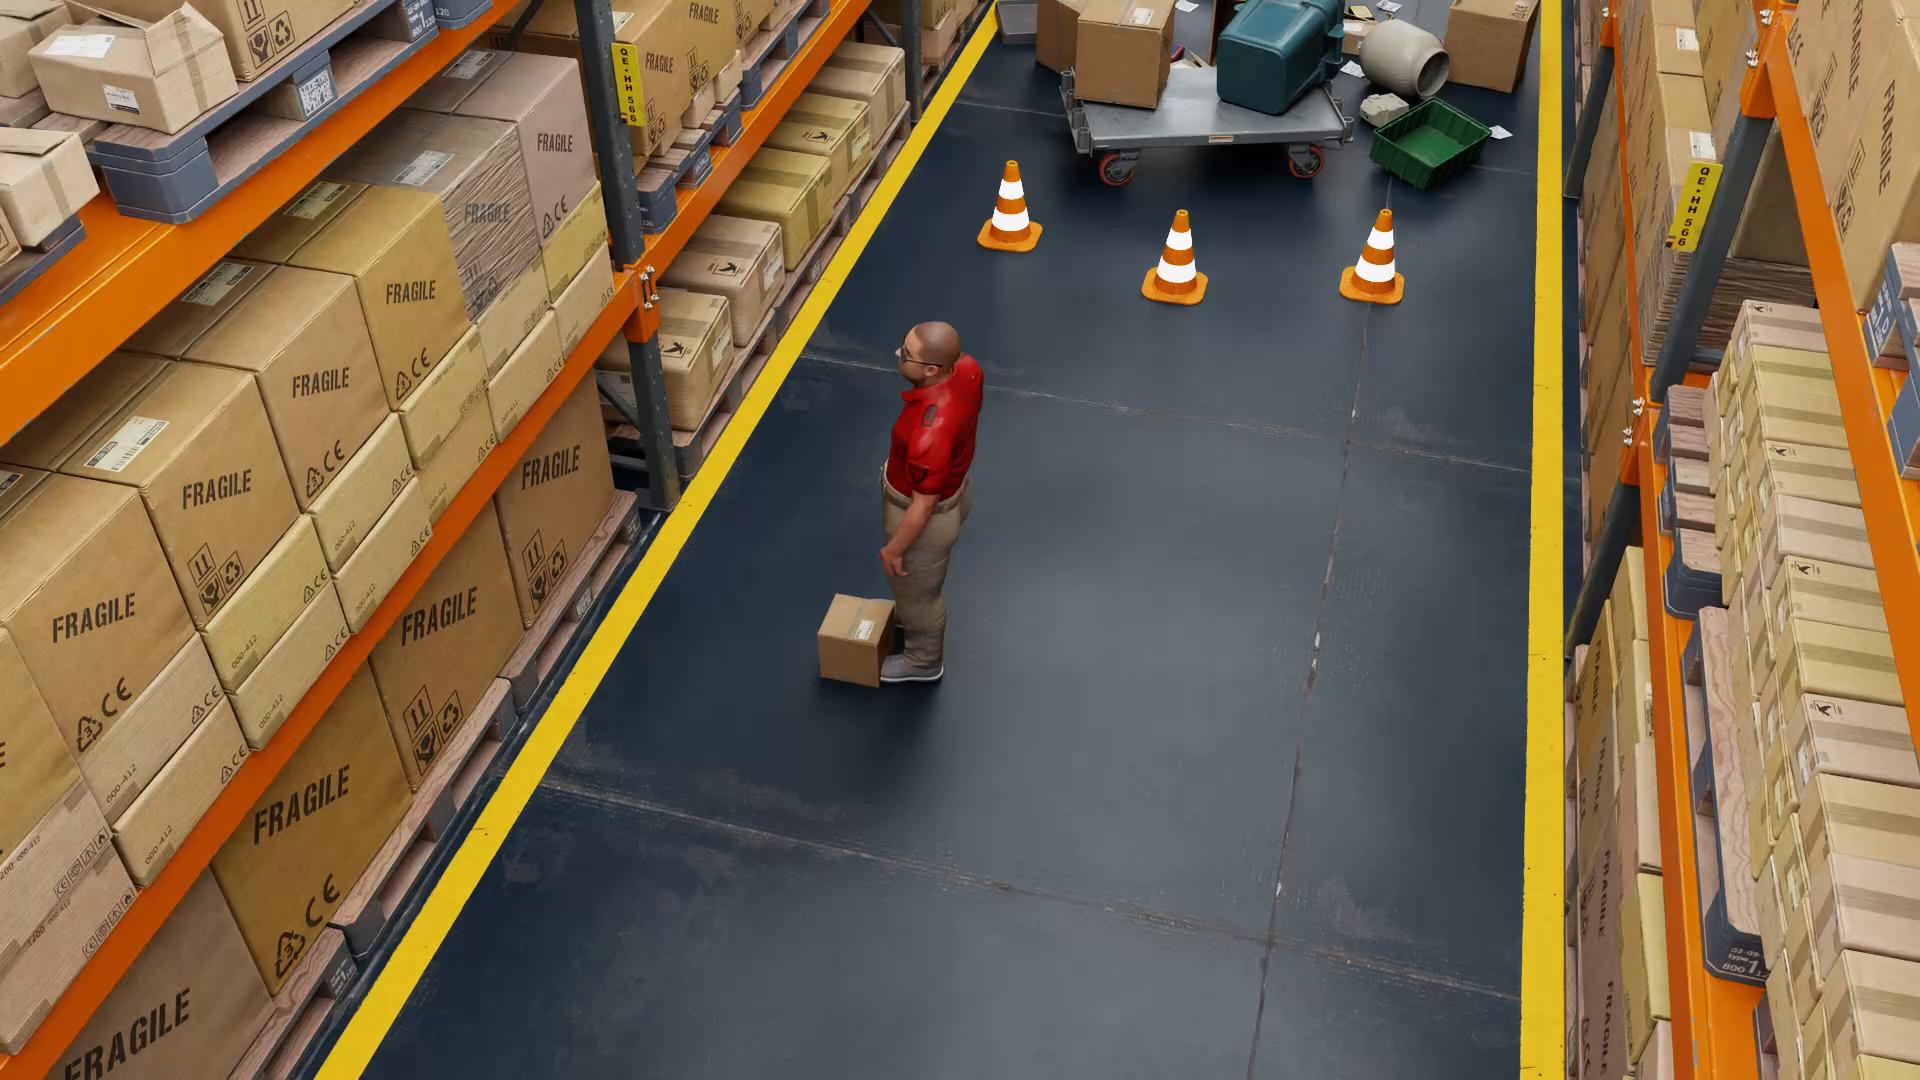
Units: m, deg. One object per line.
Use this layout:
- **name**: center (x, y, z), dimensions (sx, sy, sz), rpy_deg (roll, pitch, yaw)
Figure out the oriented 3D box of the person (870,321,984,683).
- **person**: center (-0.217, -0.139, 6.318), dimensions (0.551, 1.727, 0.640), rpy_deg (10, 42, 11)
